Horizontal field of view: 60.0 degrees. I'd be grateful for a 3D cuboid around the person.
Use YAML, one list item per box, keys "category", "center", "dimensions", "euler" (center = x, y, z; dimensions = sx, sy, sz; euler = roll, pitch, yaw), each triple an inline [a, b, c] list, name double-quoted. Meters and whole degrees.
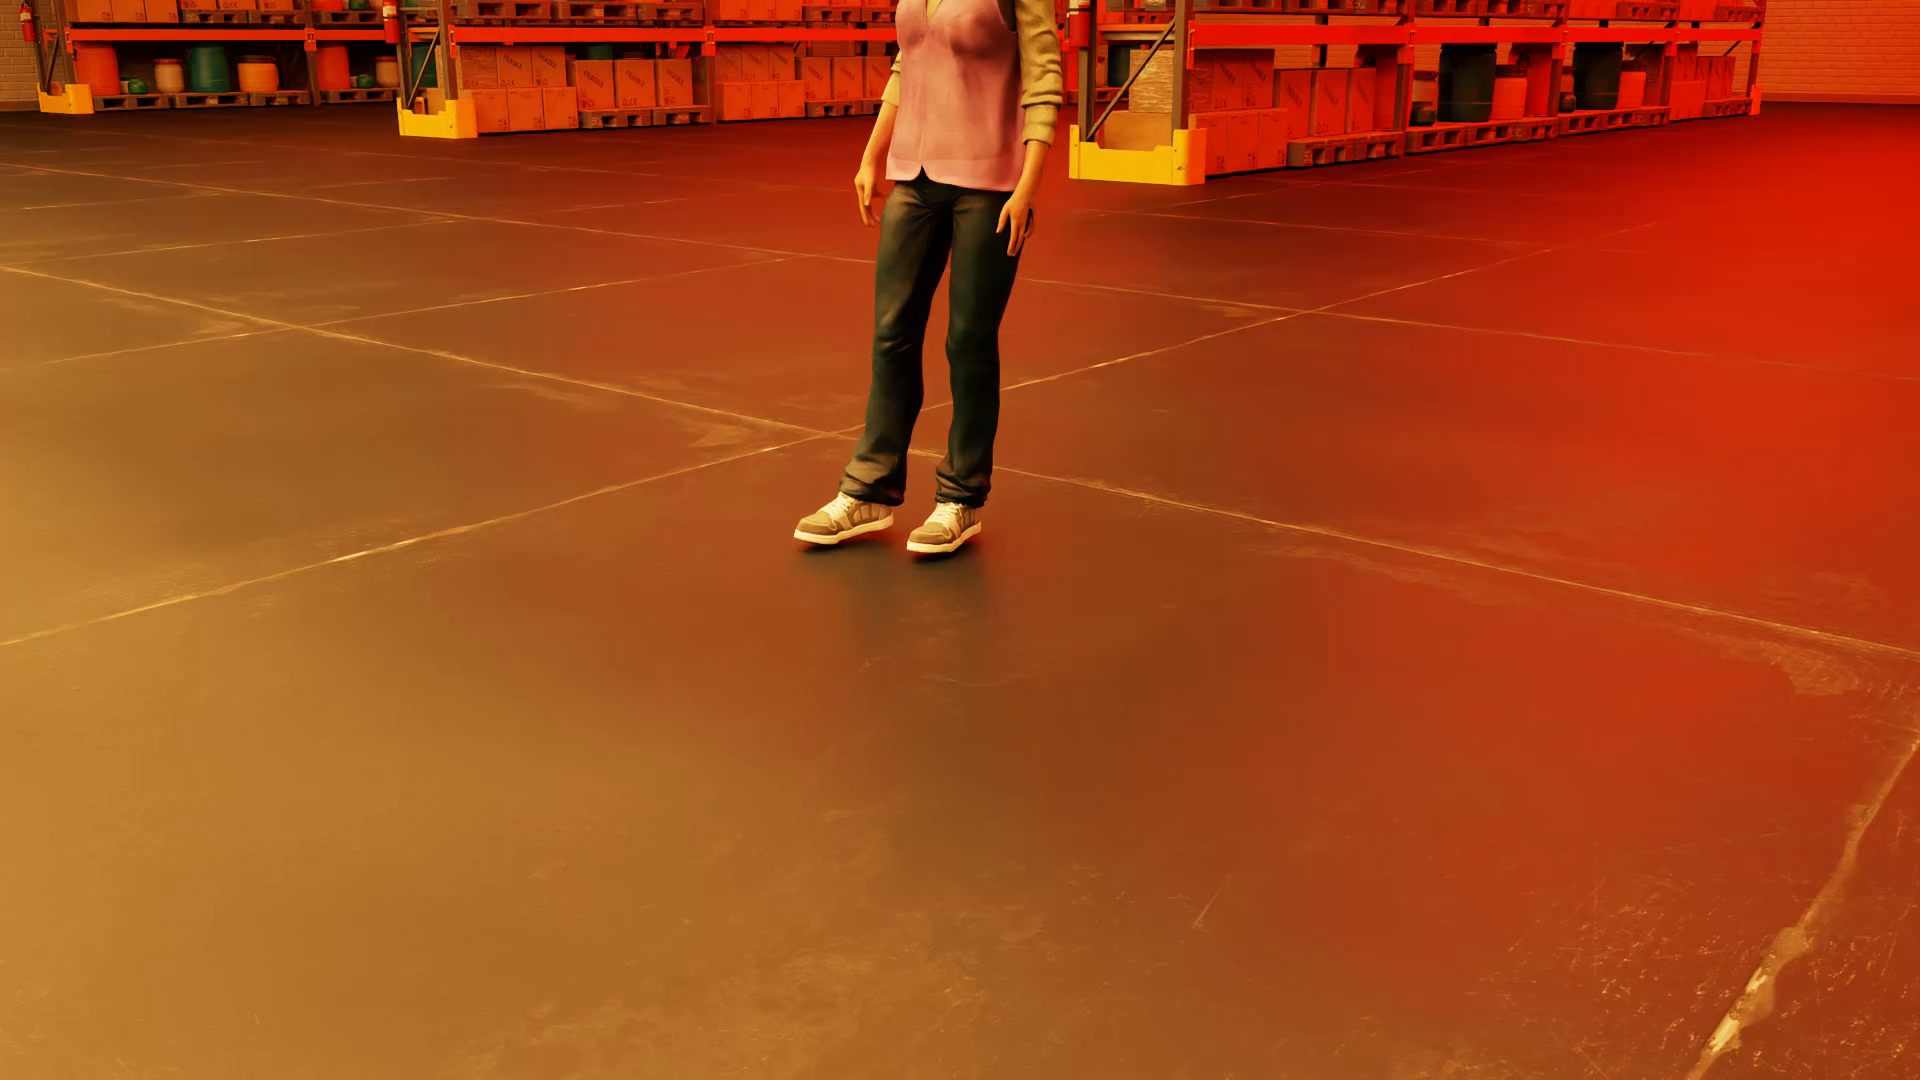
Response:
- category: "person"
  center: [-0.058, -0.757, 3.661]
  dimensions: [0.520, 1.599, 0.473]
  euler: [13, 21, 37]
